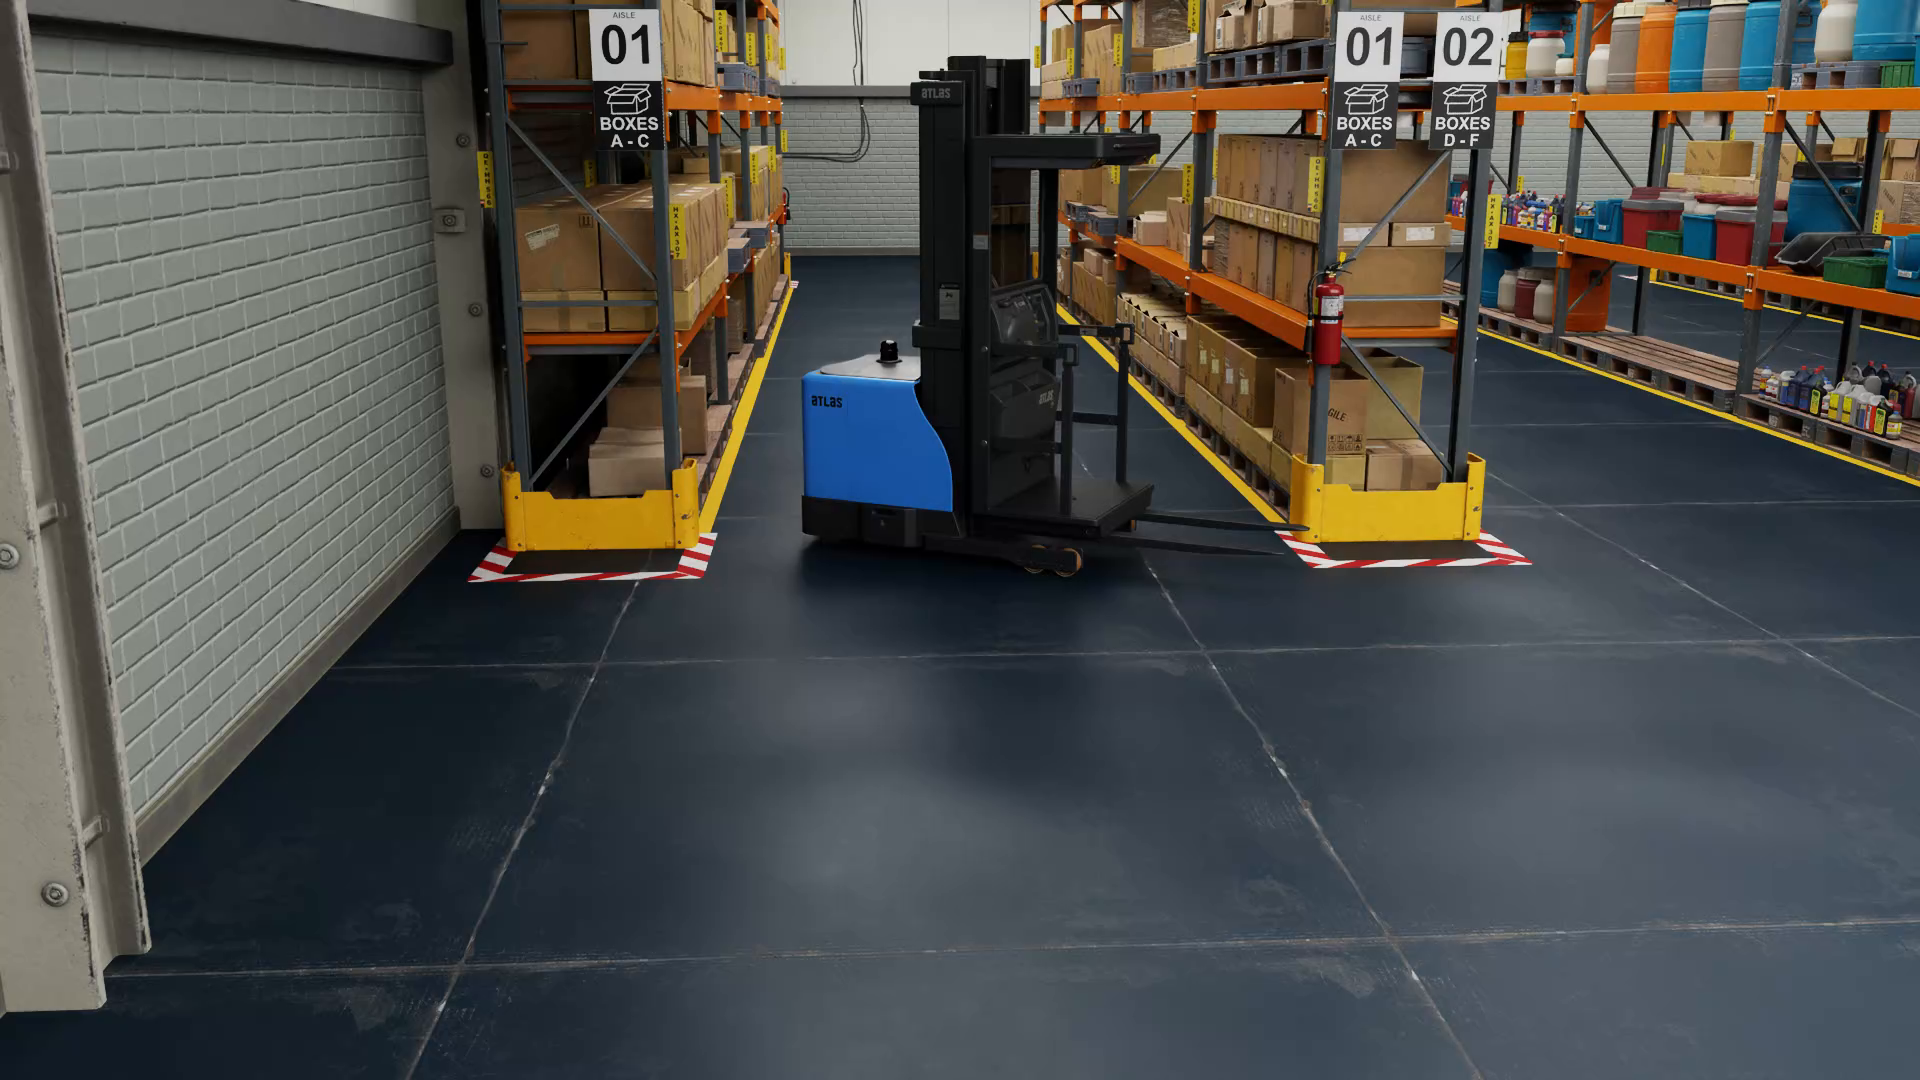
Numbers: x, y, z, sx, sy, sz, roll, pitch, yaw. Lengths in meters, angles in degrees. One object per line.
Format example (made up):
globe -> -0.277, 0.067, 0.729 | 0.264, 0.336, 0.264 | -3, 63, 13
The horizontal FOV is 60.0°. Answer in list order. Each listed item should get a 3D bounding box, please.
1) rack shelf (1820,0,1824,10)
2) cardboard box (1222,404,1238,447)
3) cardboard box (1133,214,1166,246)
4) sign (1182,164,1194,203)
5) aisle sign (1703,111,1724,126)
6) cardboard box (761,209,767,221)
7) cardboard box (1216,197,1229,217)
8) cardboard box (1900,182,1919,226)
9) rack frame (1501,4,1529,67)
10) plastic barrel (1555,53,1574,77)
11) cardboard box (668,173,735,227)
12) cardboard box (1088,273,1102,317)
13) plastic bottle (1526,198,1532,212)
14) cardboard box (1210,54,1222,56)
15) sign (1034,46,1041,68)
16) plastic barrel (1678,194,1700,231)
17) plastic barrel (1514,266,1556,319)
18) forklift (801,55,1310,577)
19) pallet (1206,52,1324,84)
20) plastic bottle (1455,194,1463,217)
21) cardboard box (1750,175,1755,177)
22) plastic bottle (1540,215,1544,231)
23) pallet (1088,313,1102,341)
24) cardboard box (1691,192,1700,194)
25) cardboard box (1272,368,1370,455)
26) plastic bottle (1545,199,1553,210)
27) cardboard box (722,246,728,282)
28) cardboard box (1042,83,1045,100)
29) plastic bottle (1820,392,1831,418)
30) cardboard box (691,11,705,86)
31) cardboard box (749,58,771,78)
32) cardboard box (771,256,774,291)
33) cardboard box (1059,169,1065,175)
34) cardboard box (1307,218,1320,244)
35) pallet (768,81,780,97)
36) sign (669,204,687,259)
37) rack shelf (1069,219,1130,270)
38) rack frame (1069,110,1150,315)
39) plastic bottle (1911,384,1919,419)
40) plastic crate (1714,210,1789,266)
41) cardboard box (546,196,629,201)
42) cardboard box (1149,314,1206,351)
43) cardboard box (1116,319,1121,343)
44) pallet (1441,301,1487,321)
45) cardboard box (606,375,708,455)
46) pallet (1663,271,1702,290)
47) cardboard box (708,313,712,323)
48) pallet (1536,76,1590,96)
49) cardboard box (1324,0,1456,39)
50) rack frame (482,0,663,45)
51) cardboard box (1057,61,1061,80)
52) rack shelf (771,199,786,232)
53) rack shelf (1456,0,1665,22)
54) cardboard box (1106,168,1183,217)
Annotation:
rack shelf -> 11.733, -7.490, 23.822 | 1.077, 0.370, 4.000 | -1, 14, -3
cardboard box -> 2.279, -0.866, 12.547 | 0.500, 0.250, 0.500 | -1, 14, -3
cardboard box -> 2.079, -3.214, 17.175 | 0.500, 0.311, 0.500 | -1, 14, -4
sign -> 1.924, -2.999, 13.997 | 0.100, 0.325, 0.005 | -1, 14, -3
aisle sign -> 11.904, -6.905, 26.127 | 0.394, 0.787, 0.004 | -1, 14, -3
cardboard box -> -2.586, -4.016, 20.577 | 0.380, 0.149, 0.250 | -1, 14, -3
cardboard box -> 2.304, -2.718, 13.567 | 0.380, 0.149, 0.250 | -1, 14, -3
cardboard box -> 11.766, -4.055, 20.065 | 0.500, 0.500, 0.500 | -1, 14, -5
rack frame -> 6.913, -7.458, 21.453 | 1.000, 3.000, 0.127 | -1, 14, -3
plastic barrel -> 6.948, -5.411, 18.952 | 0.301, 0.262, 0.301 | 0, 14, 0
cardboard box -> -2.626, -3.411, 16.680 | 0.700, 0.500, 0.500 | -2, 15, -9
cardboard box -> 1.854, -2.973, 20.194 | 0.500, 0.500, 0.500 | -1, 14, -6
plastic bottle -> 7.191, -4.174, 20.989 | 0.097, 0.271, 0.097 | 0, 14, 0
cardboard box -> 2.436, -4.224, 14.363 | 0.500, 0.250, 0.500 | 1, 14, 2
sign -> 1.180, -7.339, 25.258 | 0.100, 0.325, 0.005 | -1, 14, -3
plastic barrel -> 7.464, -3.254, 16.931 | 0.421, 0.512, 0.421 | 0, 14, 0
plastic barrel -> 7.044, -2.995, 20.145 | 0.600, 0.588, 0.708 | -1, 14, -3
forklift -> 0.573, -1.355, 9.912 | 3.031, 2.935, 1.130 | 6, 16, 23
pallet -> 2.543, -3.685, 12.988 | 1.003, 0.211, 1.213 | -1, 14, -3
plastic bottle -> 6.518, -4.365, 21.706 | 0.061, 0.283, 0.133 | -1, 14, -3
cardboard box -> 11.966, -5.326, 24.911 | 0.500, 0.250, 0.500 | -1, 14, -5
plastic bottle -> 6.707, -3.642, 19.060 | 0.097, 0.201, 0.097 | 0, 14, 0
pallet -> 2.136, -2.621, 20.288 | 1.003, 0.211, 1.213 | -1, 14, -3
cardboard box -> 11.352, -5.216, 25.285 | 0.380, 0.149, 0.250 | -1, 14, -4
cardboard box -> 2.382, -0.856, 11.005 | 0.500, 0.500, 0.500 | -1, 14, -3
plastic bottle -> 7.337, -4.092, 20.659 | 0.152, 0.276, 0.135 | -1, 14, -3
cardboard box -> -2.147, -2.234, 13.450 | 0.500, 0.250, 0.500 | -1, 14, -3
cardboard box -> 1.499, -6.720, 24.906 | 0.500, 0.250, 0.500 | -1, 14, -3
plastic bottle -> 7.050, -1.096, 13.499 | 0.097, 0.201, 0.097 | 0, 14, 0
cardboard box -> -2.110, -3.536, 11.988 | 0.500, 0.500, 0.500 | -1, 15, -6
cardboard box -> -2.755, -6.207, 21.870 | 0.500, 0.250, 0.500 | -1, 14, -4
cardboard box -> -2.947, -3.705, 23.080 | 0.700, 0.500, 0.500 | -1, 14, -4
cardboard box -> 1.645, -5.259, 22.738 | 0.500, 0.500, 0.500 | -1, 14, -5
cardboard box -> 2.481, -2.012, 10.825 | 0.380, 0.149, 0.250 | -1, 14, -2
pallet -> -3.166, -6.620, 24.393 | 1.003, 0.211, 1.213 | -1, 14, -3
sign -> -1.690, -1.843, 9.931 | 0.100, 0.325, 0.005 | -1, 14, -3
rack shelf -> 2.093, -3.631, 20.063 | 1.077, 0.370, 4.000 | -1, 14, -3
rack frame -> 1.969, -4.477, 21.907 | 1.000, 3.000, 0.127 | -1, 14, -3
plastic bottle -> 7.774, -1.133, 13.492 | 0.152, 0.276, 0.135 | -1, 14, -2
plastic crate -> 7.073, -2.710, 14.909 | 0.402, 0.464, 0.583 | -1, 14, -3
cardboard box -> -2.530, -2.083, 11.359 | 0.500, 0.500, 0.500 | -1, 14, -5
cardboard box -> 2.086, -1.980, 15.753 | 0.500, 0.311, 0.500 | -1, 14, -4
cardboard box -> 1.956, -2.219, 17.807 | 0.500, 0.250, 0.500 | -1, 14, -4
pallet -> 6.919, -3.009, 21.799 | 1.003, 0.211, 1.213 | -1, 14, -3
cardboard box -> -2.215, -0.916, 12.201 | 0.700, 0.500, 0.500 | -2, 15, -7
pallet -> 11.736, -4.076, 25.943 | 1.003, 0.211, 1.213 | -1, 14, -3
cardboard box -> -2.608, -2.197, 15.675 | 0.500, 0.250, 0.500 | -1, 14, -5
pallet -> 7.211, -5.111, 18.729 | 1.003, 0.211, 1.213 | -1, 14, -3
cardboard box -> 2.681, -3.409, 10.407 | 0.797, 0.503, 0.637 | 0, 14, 0
rack frame -> -2.231, -4.320, 9.259 | 1.000, 3.000, 0.127 | -1, 14, -3
cardboard box -> 1.612, -6.465, 22.910 | 0.500, 0.250, 0.500 | -1, 14, -3
rack shelf -> -3.099, -4.549, 23.629 | 1.077, 0.370, 4.000 | -1, 14, -3
rack shelf -> 7.037, -6.418, 19.659 | 1.077, 0.370, 4.000 | -1, 14, -3
cardboard box -> 2.065, -3.889, 18.577 | 0.700, 0.500, 0.500 | -6, 16, -22
